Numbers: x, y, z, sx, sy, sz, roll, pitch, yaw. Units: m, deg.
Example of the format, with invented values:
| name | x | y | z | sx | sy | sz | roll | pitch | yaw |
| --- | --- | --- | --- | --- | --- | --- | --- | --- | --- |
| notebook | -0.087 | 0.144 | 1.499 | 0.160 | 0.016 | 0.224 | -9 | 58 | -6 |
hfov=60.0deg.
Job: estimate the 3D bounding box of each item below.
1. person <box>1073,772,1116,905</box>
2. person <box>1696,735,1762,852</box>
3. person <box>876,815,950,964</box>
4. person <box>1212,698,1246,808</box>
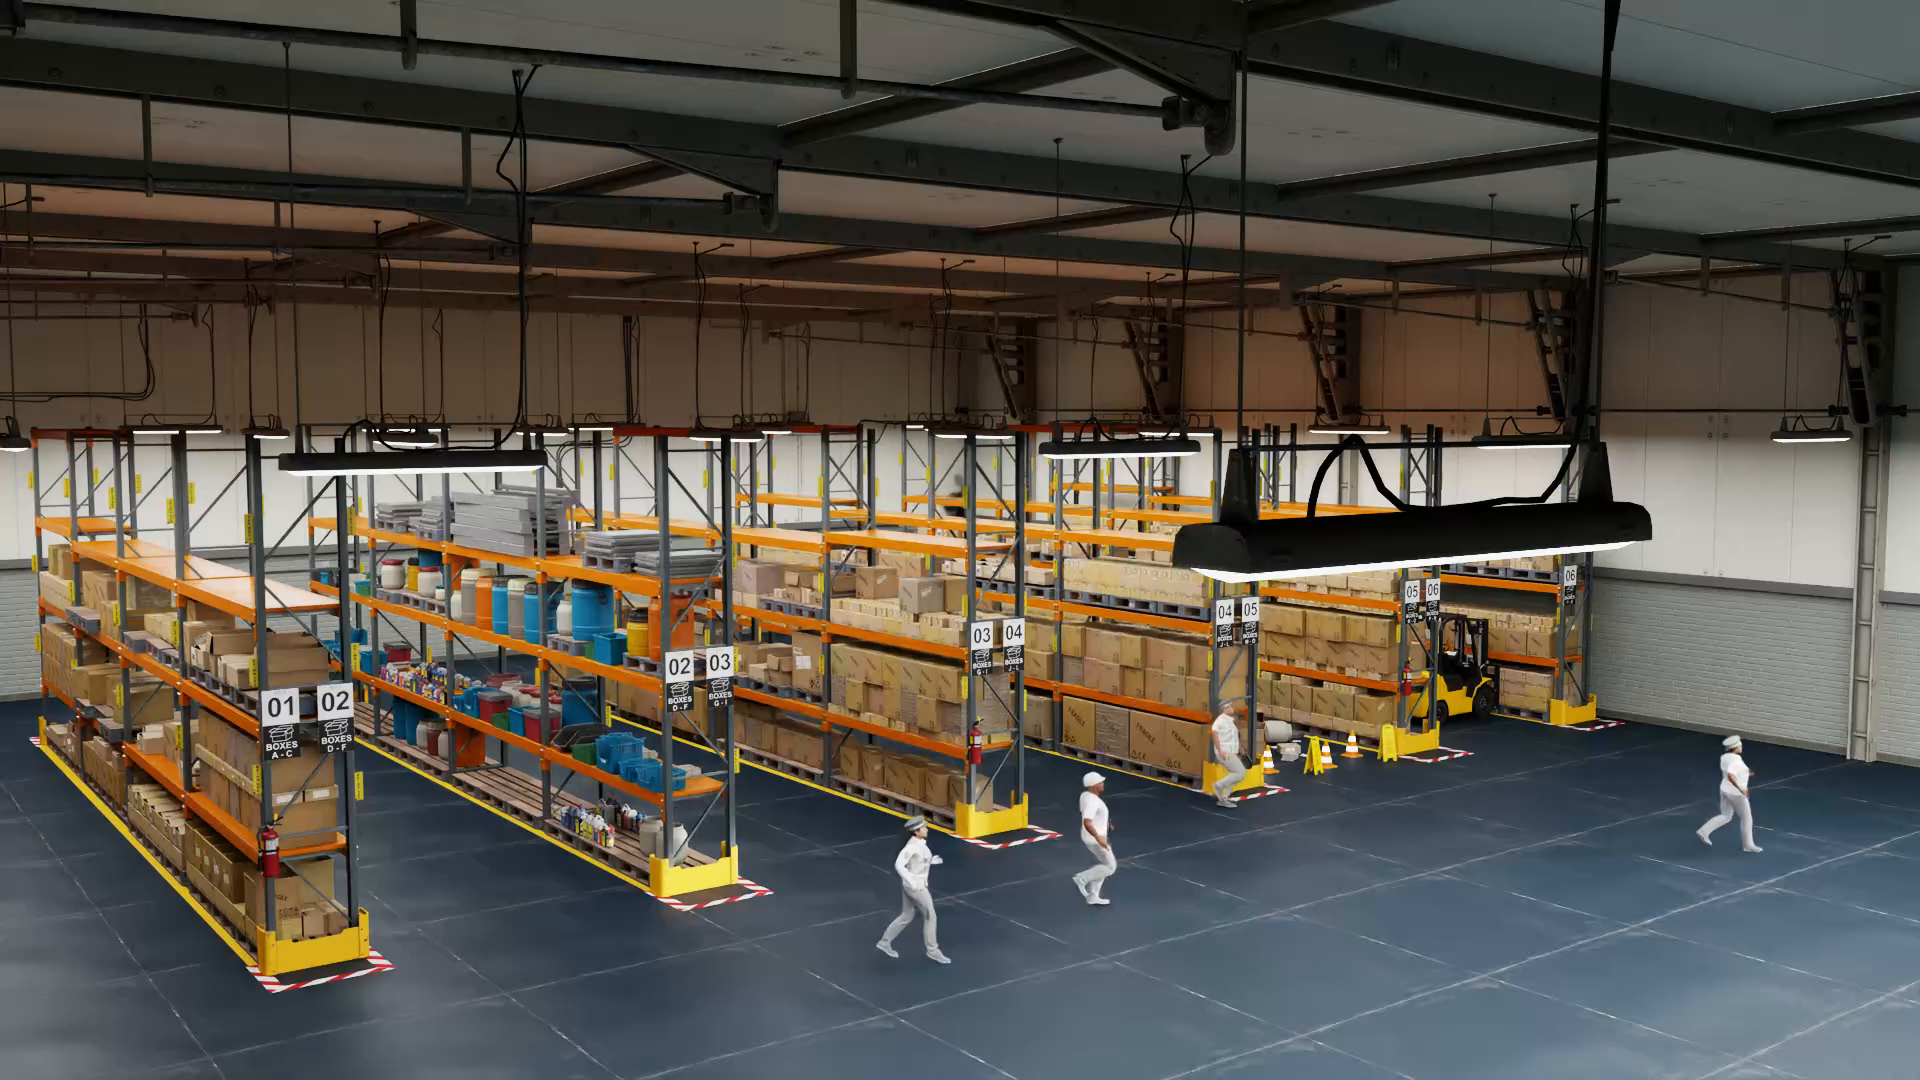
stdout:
| name | x | y | z | sx | sy | sz | roll | pitch | yaw |
| --- | --- | --- | --- | --- | --- | --- | --- | --- | --- |
| person | 1.709 | 3.812 | 21.240 | 0.580 | 1.718 | 0.714 | 0 | 5 | -6 |
| person | 11.005 | 3.613 | 23.698 | 0.924 | 1.675 | 0.583 | 0 | 4 | -5 |
| person | -0.533 | 3.991 | 19.033 | 0.834 | 1.732 | 0.592 | -1 | 5 | -8 |
| person | 4.323 | 3.388 | 26.613 | 0.539 | 1.707 | 0.700 | 1 | 5 | 15 |
